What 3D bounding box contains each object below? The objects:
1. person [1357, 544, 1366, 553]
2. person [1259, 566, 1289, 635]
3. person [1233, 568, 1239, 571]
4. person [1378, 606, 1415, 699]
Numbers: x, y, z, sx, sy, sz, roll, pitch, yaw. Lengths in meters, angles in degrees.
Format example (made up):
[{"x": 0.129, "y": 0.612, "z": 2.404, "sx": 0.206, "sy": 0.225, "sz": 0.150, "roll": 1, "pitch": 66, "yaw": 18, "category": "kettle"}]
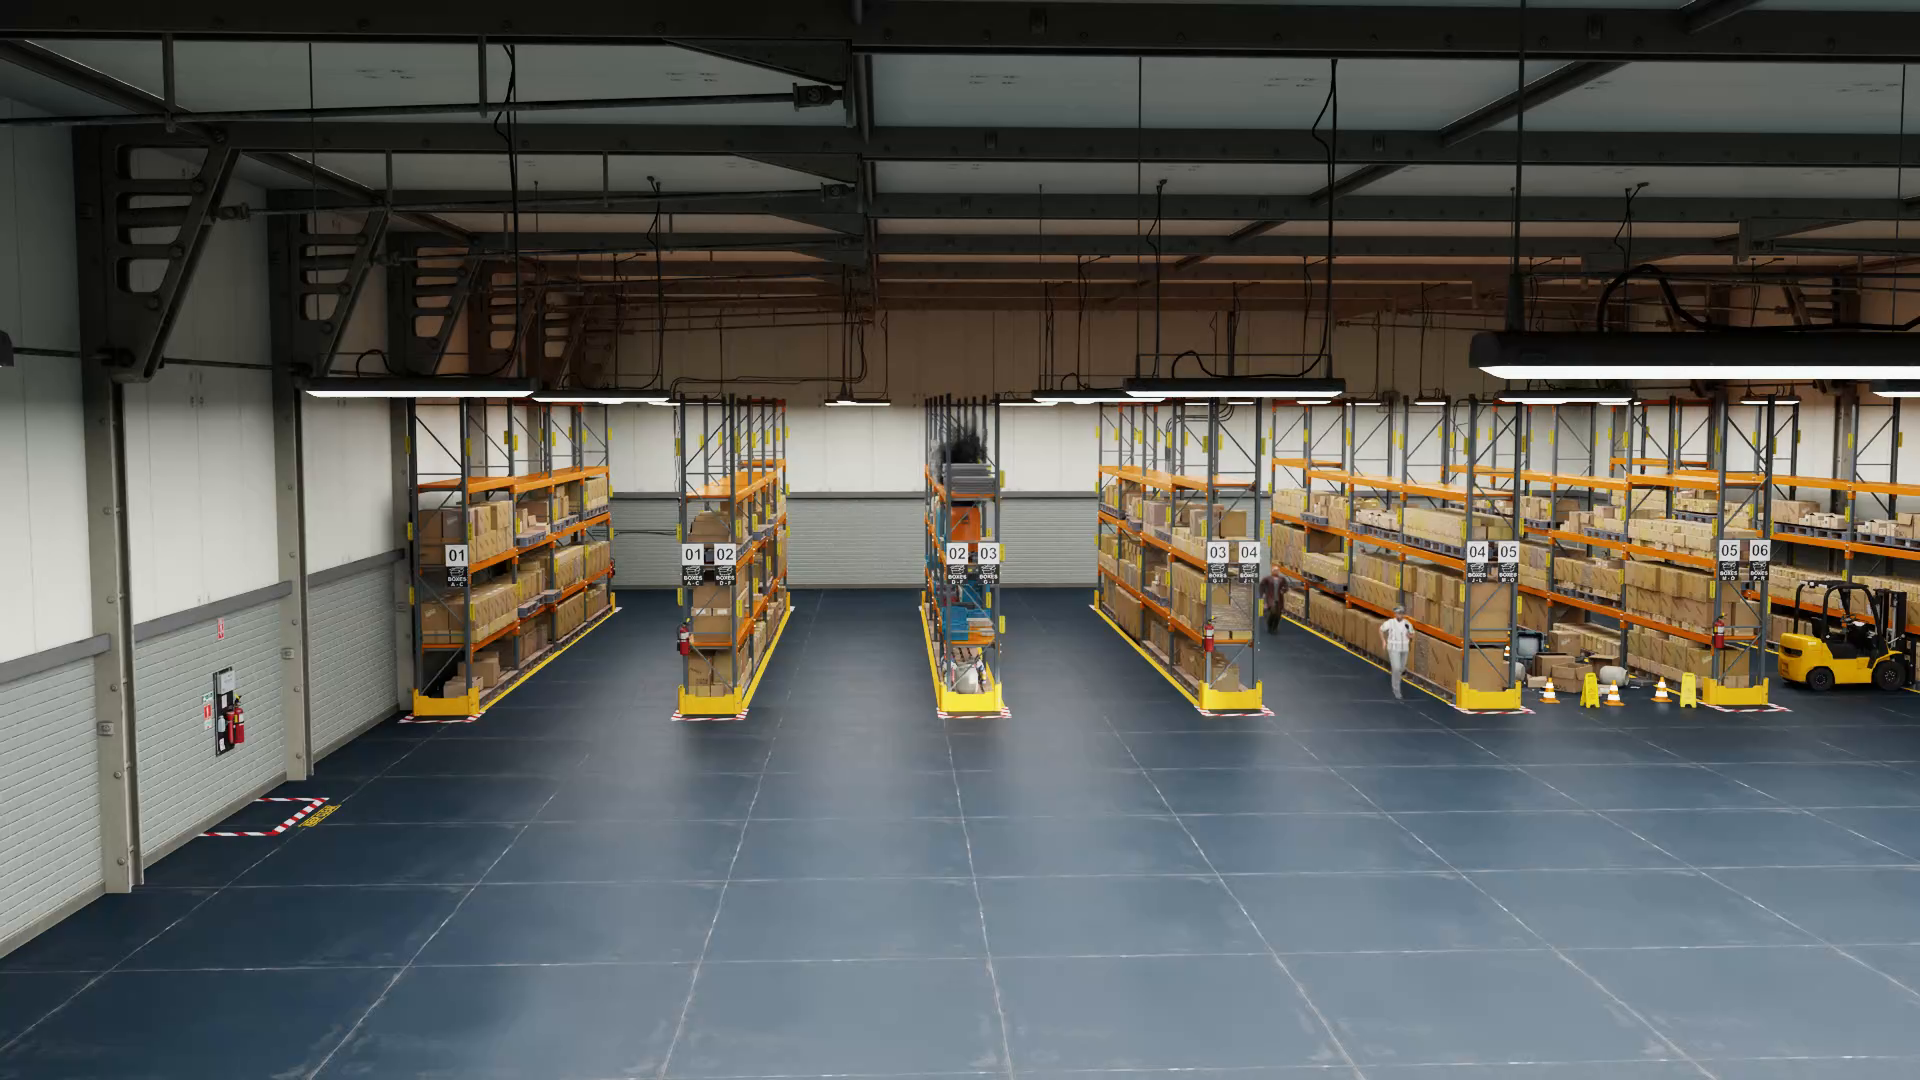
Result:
[{"x": 11.961, "y": 0.990, "z": 49.321, "sx": 0.867, "sy": 1.722, "sz": 0.623, "roll": 0, "pitch": 5, "yaw": 6, "category": "person"}, {"x": 7.946, "y": 1.528, "z": 41.900, "sx": 0.694, "sy": 1.742, "sz": 0.700, "roll": 0, "pitch": 5, "yaw": -4, "category": "person"}, {"x": 7.618, "y": 1.141, "z": 47.454, "sx": 0.805, "sy": 1.672, "sz": 0.536, "roll": 0, "pitch": 5, "yaw": 2, "category": "person"}, {"x": 8.733, "y": 2.215, "z": 33.152, "sx": 0.640, "sy": 1.839, "sz": 0.837, "roll": -1, "pitch": 5, "yaw": -10, "category": "person"}]
